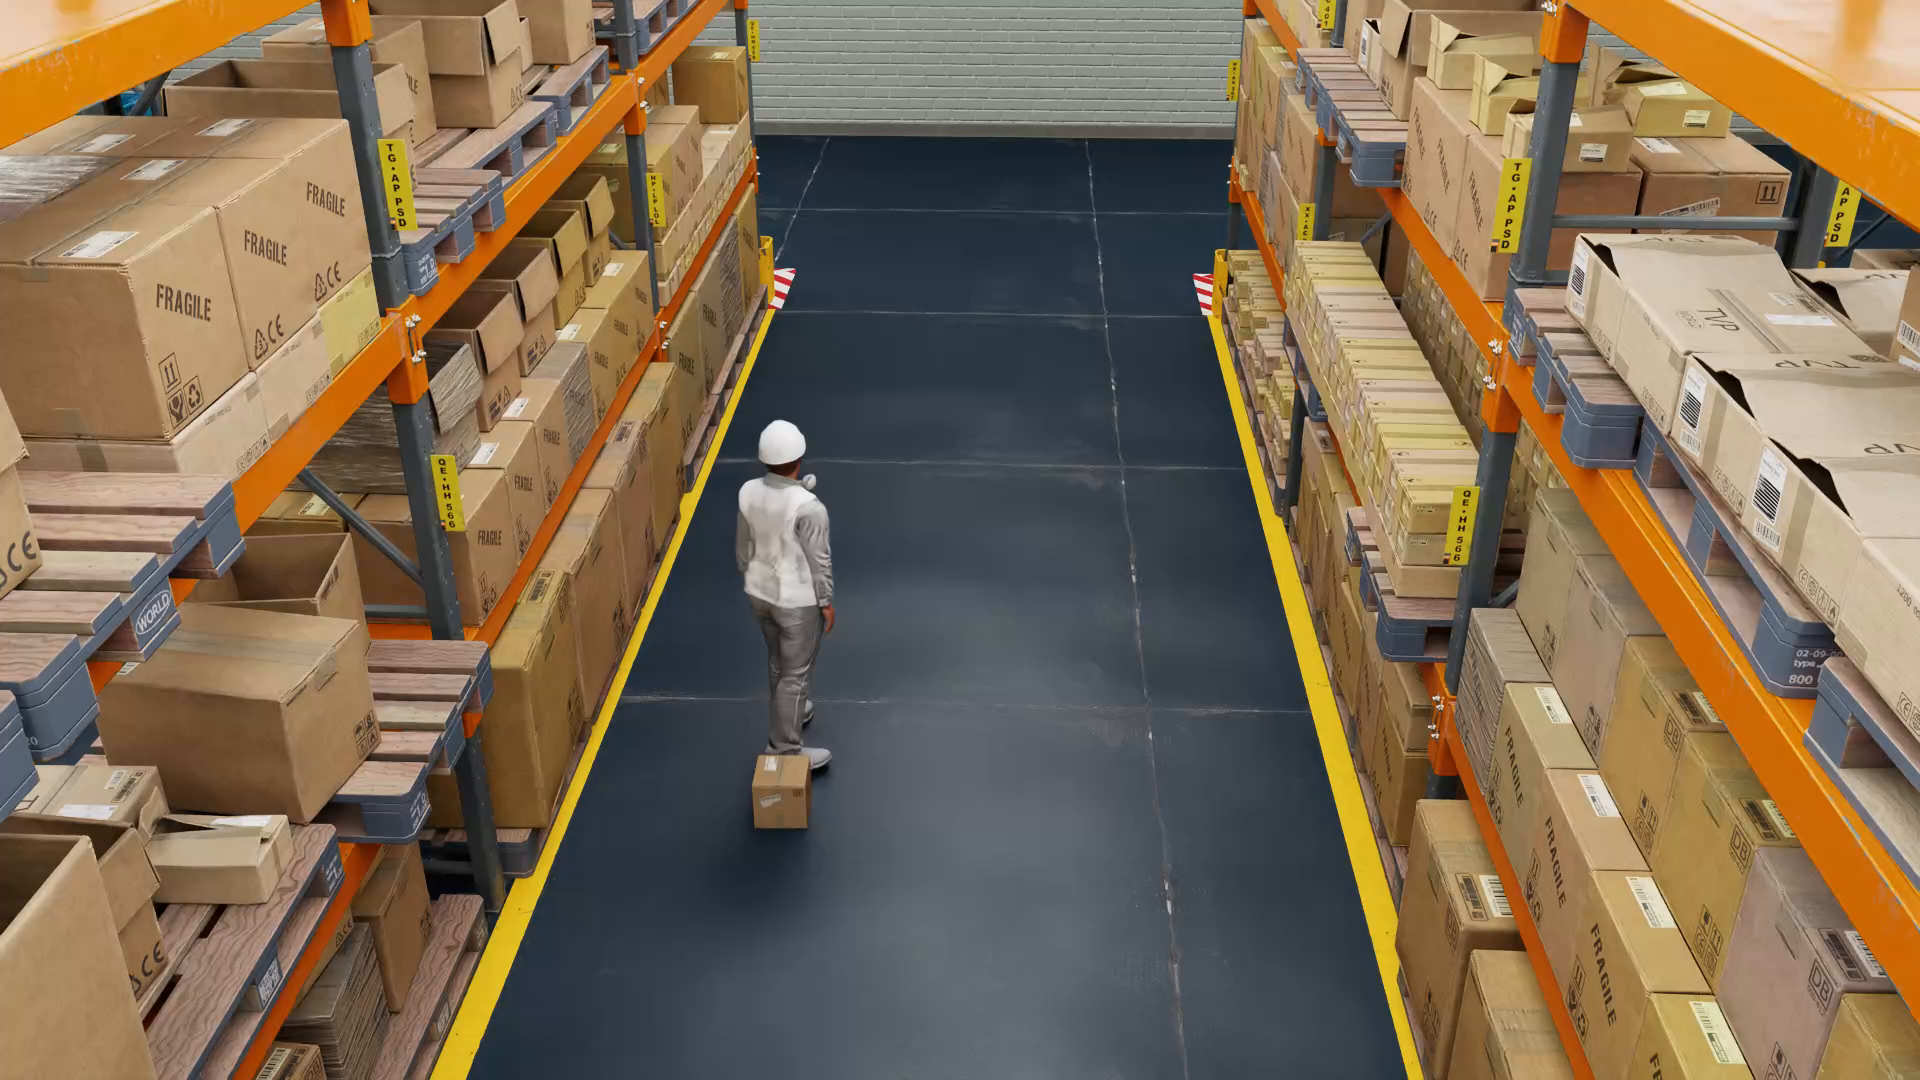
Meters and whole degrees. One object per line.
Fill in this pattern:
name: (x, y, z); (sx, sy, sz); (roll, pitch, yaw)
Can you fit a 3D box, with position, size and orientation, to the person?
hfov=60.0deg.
person: (-0.827, 0.260, 8.089); (0.555, 1.772, 0.551); (21, 35, 35)
